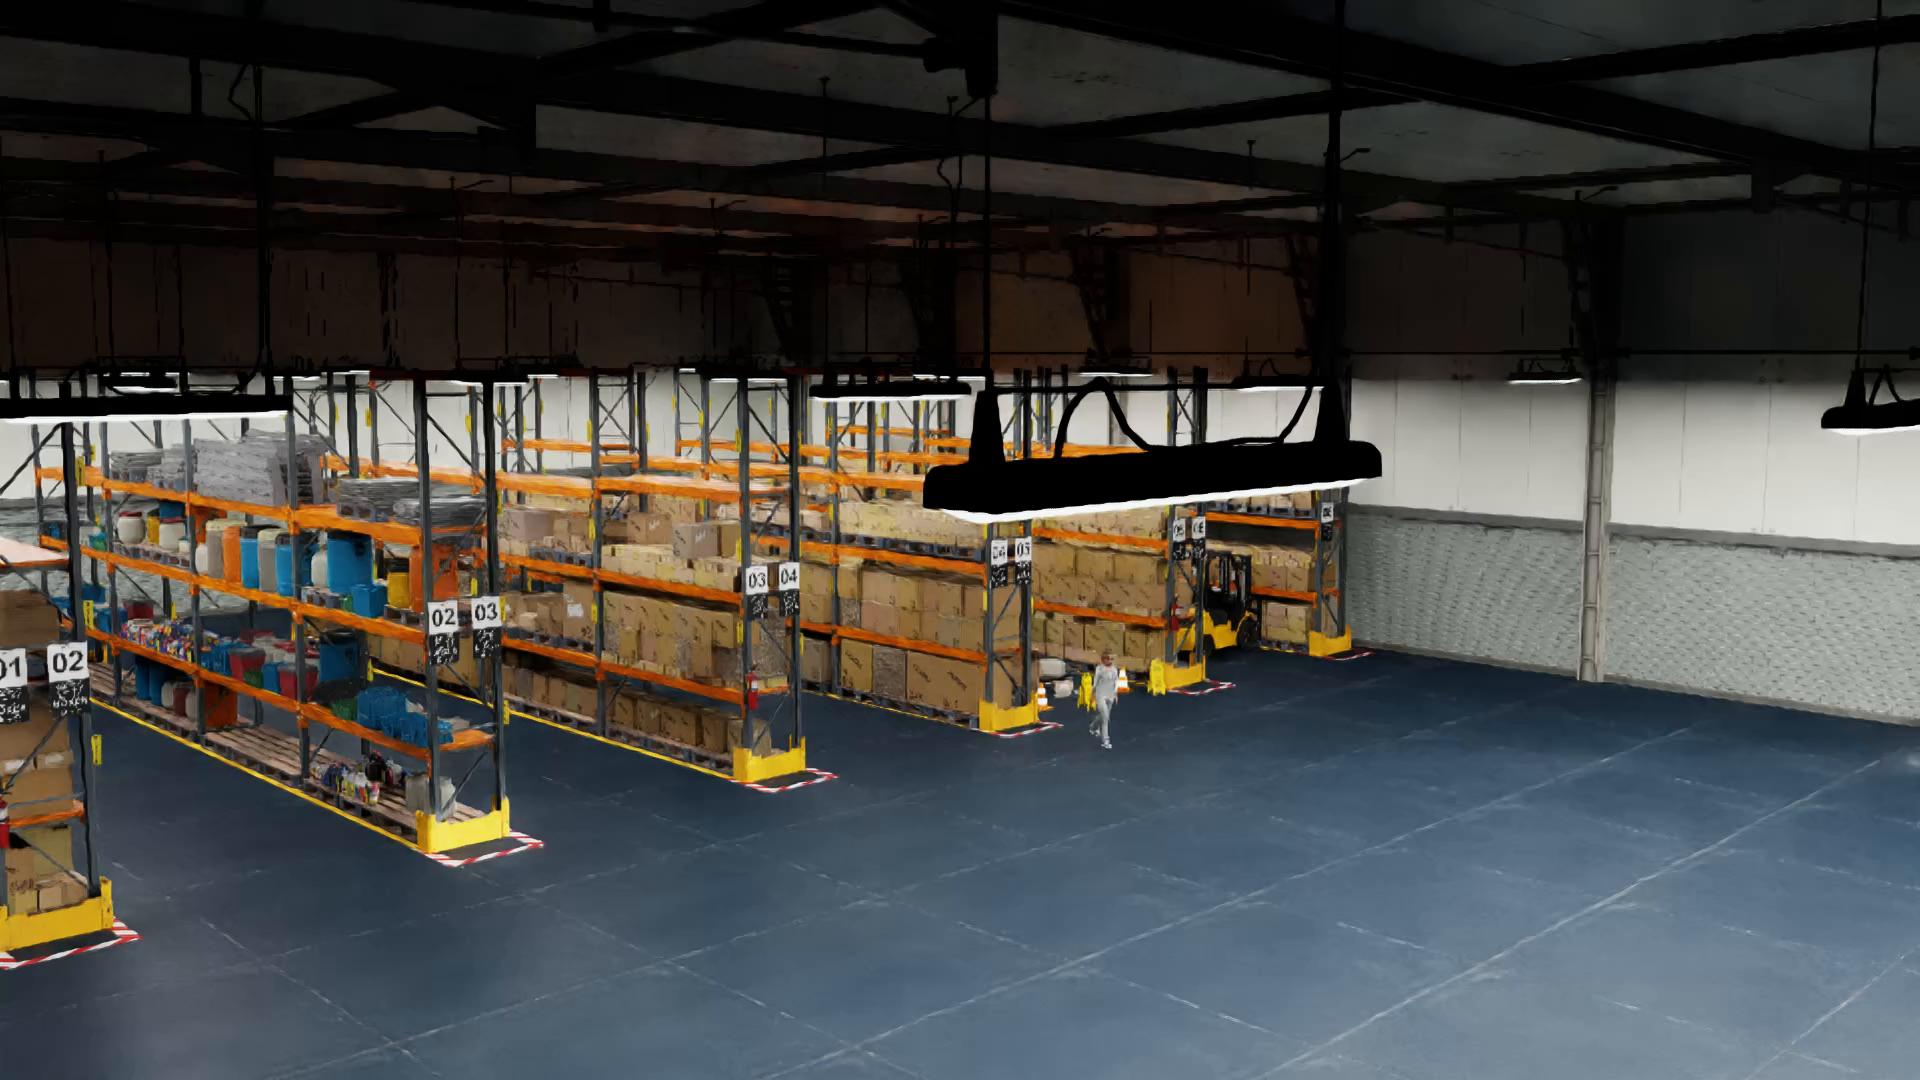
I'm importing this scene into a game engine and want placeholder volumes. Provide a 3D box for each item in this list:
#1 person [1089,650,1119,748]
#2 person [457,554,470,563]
[{"bbox_3d":[2.332,2.524,26.869,0.439,1.542,0.848,-3,7,-27],"label":"person"},{"bbox_3d":[-11.843,1.059,39.632,0.521,1.619,0.943,-3,7,-21],"label":"person"}]
